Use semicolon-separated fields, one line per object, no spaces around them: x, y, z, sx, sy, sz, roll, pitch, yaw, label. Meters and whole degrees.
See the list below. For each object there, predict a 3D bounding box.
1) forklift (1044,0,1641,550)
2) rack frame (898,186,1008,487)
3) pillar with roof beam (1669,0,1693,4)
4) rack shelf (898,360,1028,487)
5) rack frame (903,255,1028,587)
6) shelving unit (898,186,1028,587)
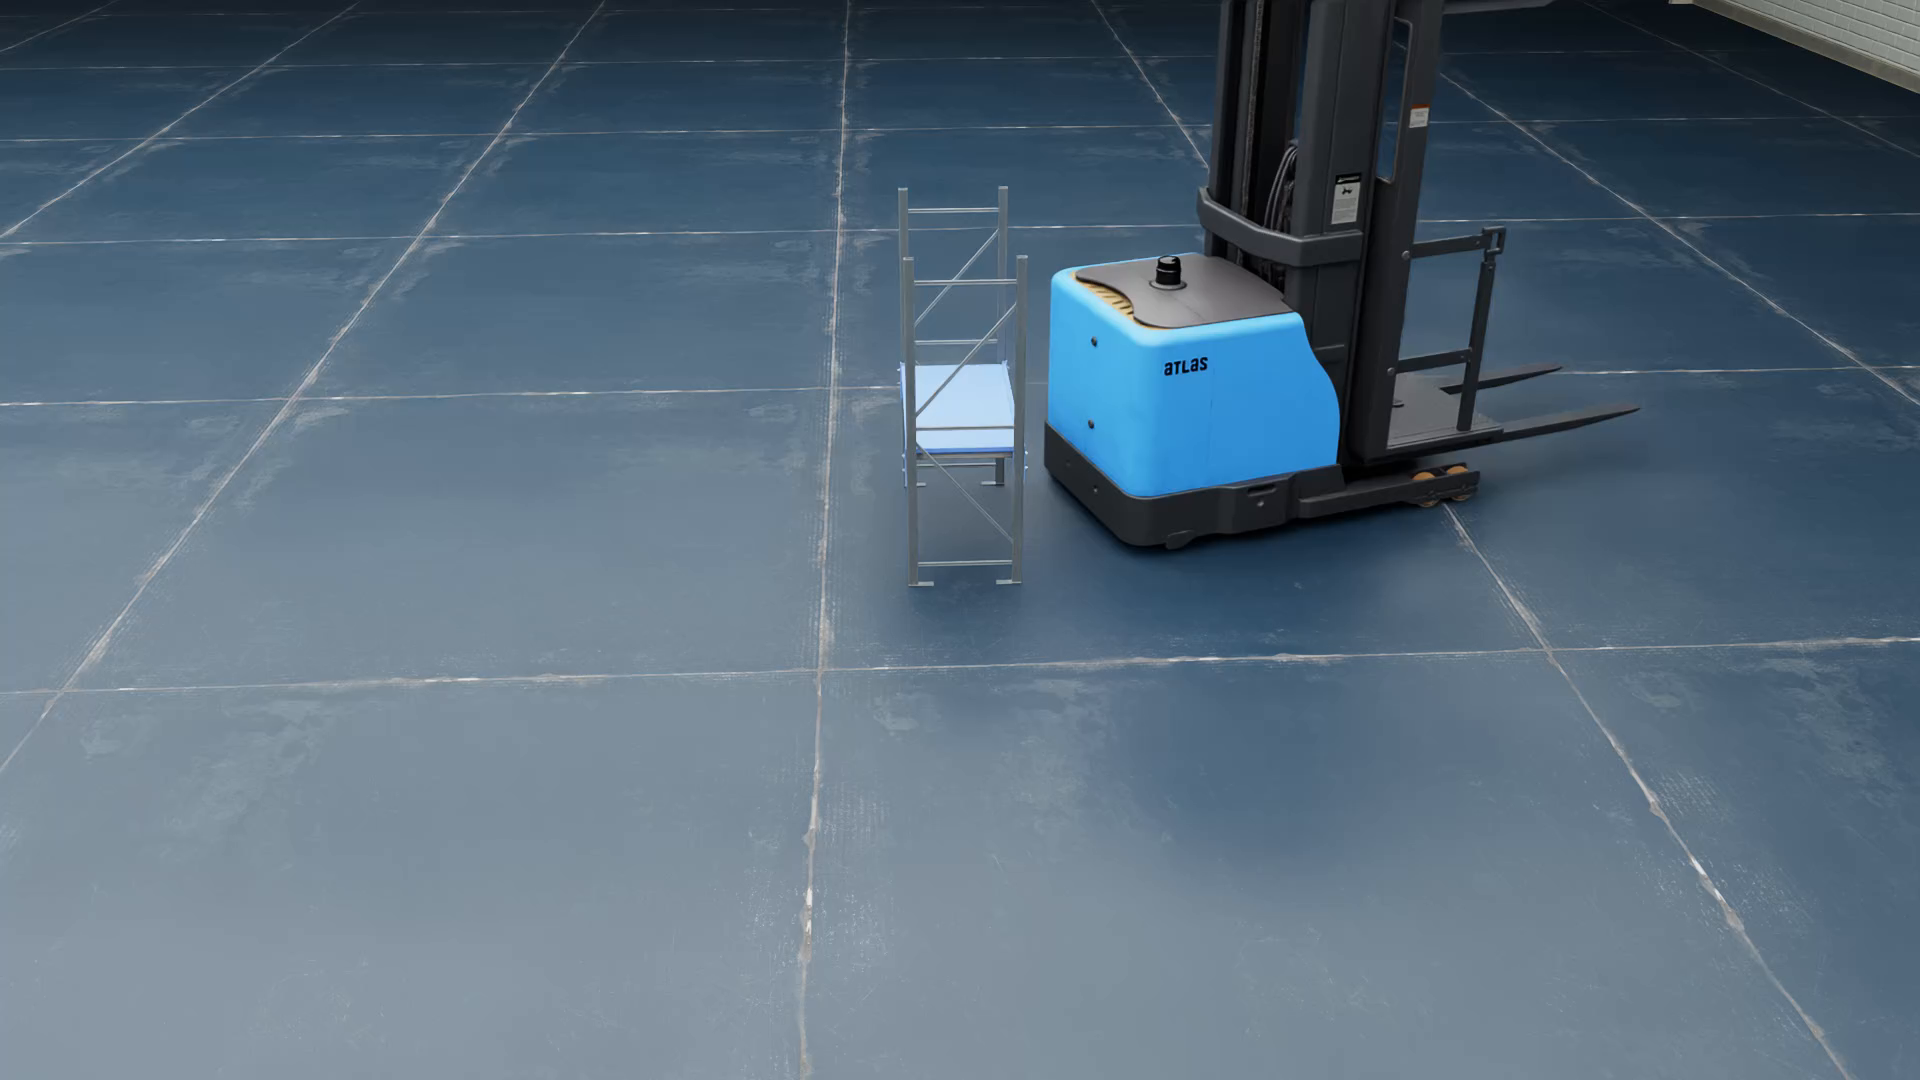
1.989;-1.674;7.790;3.031;2.935;1.130;-10;29;-19;forklift
-0.031;-0.939;7.929;0.500;1.500;0.032;-1;28;-3;rack frame
4.520;-10.532;18.211;9.100;9.000;0.400;-1;28;-3;pillar with roof beam
-0.004;-0.545;7.562;0.538;0.185;1.000;-1;28;-3;rack shelf
0.022;-0.470;7.029;0.500;1.500;0.032;-1;28;-3;rack frame
-0.004;-0.704;7.479;0.538;1.500;1.048;-1;28;-3;shelving unit
